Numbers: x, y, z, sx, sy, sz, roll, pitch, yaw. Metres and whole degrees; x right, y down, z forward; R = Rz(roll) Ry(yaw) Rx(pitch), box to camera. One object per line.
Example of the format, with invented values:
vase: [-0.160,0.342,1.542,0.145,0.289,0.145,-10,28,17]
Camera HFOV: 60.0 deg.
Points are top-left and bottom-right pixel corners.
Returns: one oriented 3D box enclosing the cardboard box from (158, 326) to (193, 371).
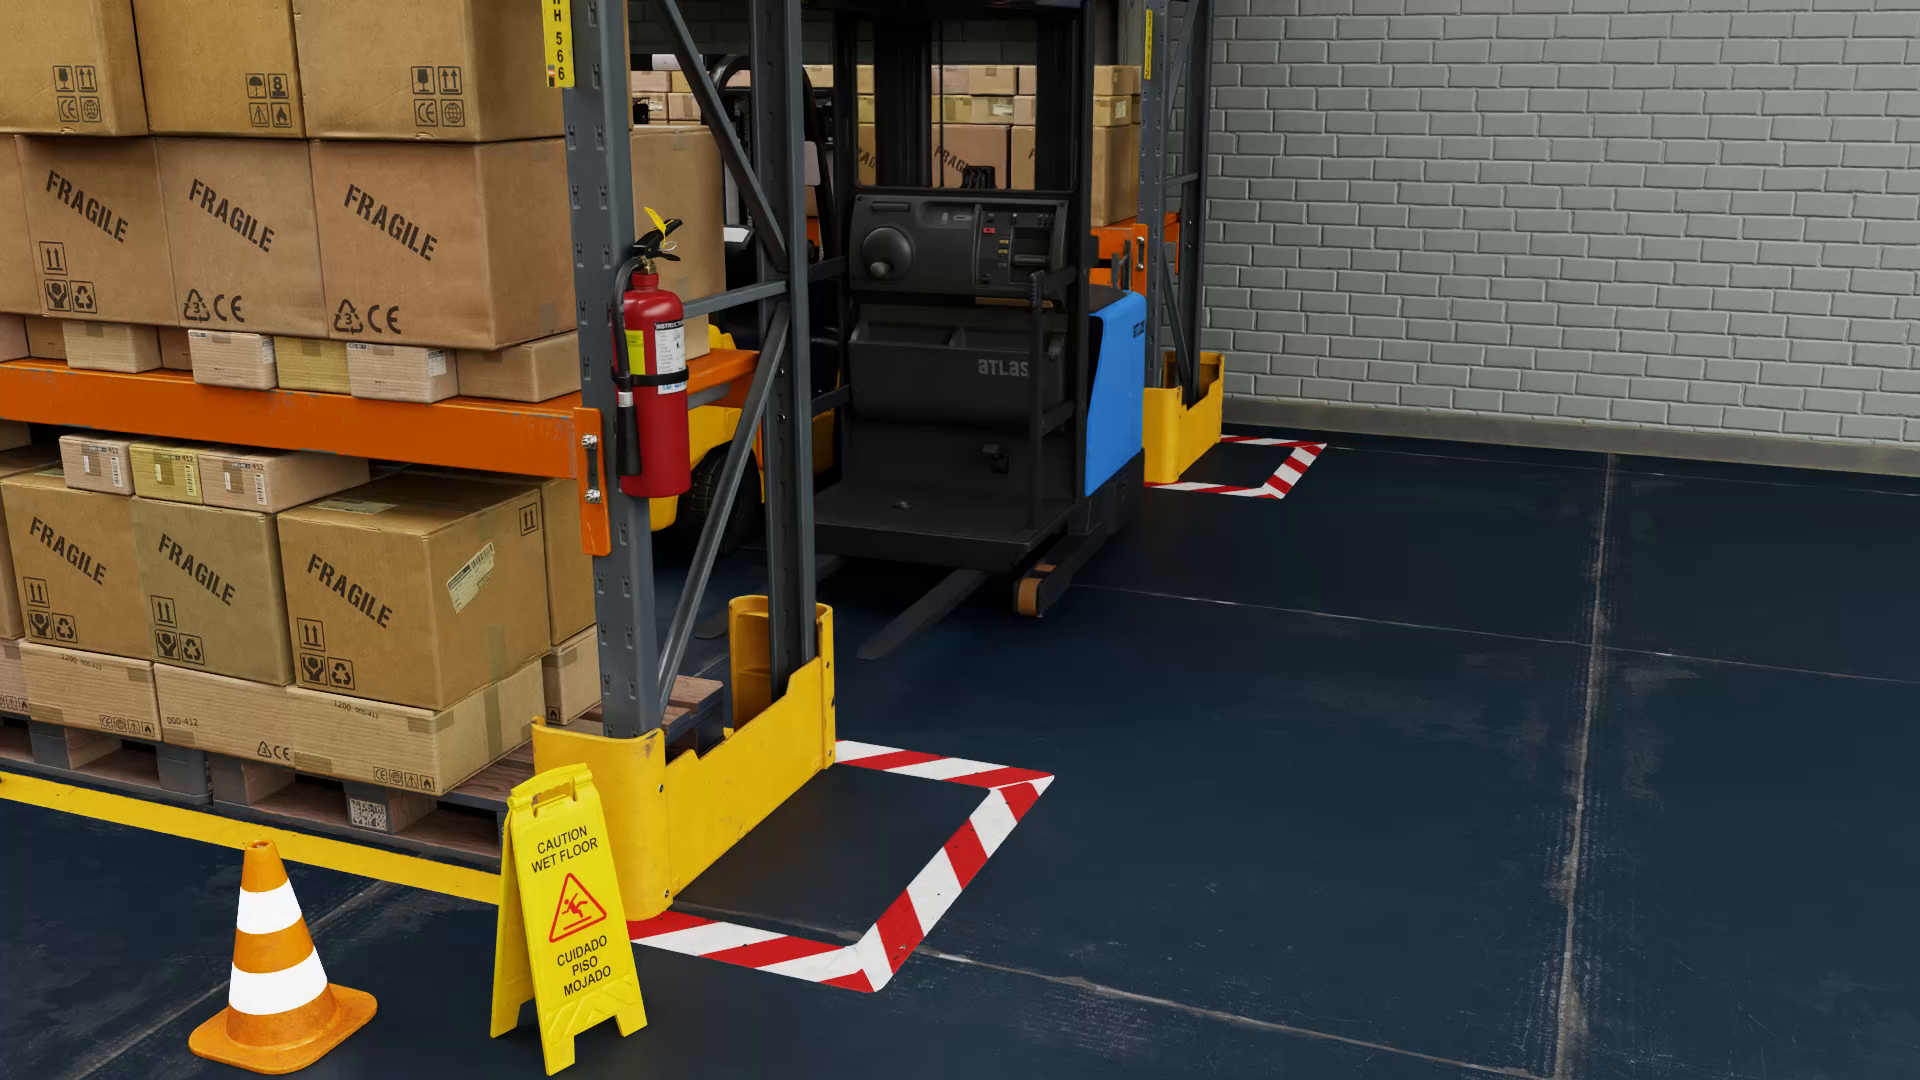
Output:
cardboard box: [-2.049,-0.586,4.762,0.250,0.149,0.380,7,17,21]

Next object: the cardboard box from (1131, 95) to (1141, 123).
cardboard box: [0.919,-2.363,9.089,0.250,0.149,0.380,6,17,19]

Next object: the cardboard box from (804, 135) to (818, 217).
cardboard box: [-0.843,-2.088,9.306,0.500,0.500,0.500,6,17,21]

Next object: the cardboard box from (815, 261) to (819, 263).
cardboard box: [-0.640,-1.519,9.912,0.500,0.250,0.500,6,17,20]

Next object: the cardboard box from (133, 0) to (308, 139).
cardboard box: [-1.702,-1.334,4.382,0.500,0.500,0.700,6,17,21]

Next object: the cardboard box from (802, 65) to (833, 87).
cardboard box: [-0.700,-2.541,9.170,0.250,0.149,0.380,7,17,21]

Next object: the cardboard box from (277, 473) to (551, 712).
cardboard box: [-1.519,0.131,4.676,0.500,0.500,0.500,6,17,21]

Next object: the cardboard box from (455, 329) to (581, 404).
cardboard box: [-1.105,-0.476,4.383,0.250,0.149,0.380,7,18,22]

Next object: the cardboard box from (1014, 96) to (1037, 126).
cardboard box: [0.465,-2.242,8.674,0.250,0.149,0.380,7,17,22]

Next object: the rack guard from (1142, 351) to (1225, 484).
rack guard: [1.162,-0.698,9.183,0.348,0.500,1.175,6,17,21]

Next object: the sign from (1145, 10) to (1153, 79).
sign: [0.927,-2.432,8.168,0.005,0.325,0.100,6,17,21]

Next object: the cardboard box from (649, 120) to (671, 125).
cardboard box: [-1.774,-2.196,9.680,0.500,0.500,0.500,7,17,22]

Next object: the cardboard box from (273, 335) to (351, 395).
cardboard box: [-1.612,-0.505,4.482,0.250,0.149,0.380,6,17,20]

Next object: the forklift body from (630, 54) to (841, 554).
forklift body: [-1.294,-1.214,7.999,1.214,2.155,2.313,6,17,21]

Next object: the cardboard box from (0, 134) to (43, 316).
cardboard box: [-2.677,-0.950,4.852,0.500,0.500,0.500,6,17,21]

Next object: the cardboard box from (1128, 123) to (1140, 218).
cardboard box: [0.780,-2.072,9.251,0.500,0.500,0.500,7,18,22]

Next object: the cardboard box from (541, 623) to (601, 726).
cardboard box: [-1.327,0.351,5.263,0.500,0.250,0.500,6,17,20]

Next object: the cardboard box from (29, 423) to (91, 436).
cardboard box: [-2.802,-0.170,5.711,0.500,0.500,0.500,7,18,24]

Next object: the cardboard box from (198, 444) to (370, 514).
cardboard box: [-1.886,-0.201,4.655,0.250,0.149,0.380,7,18,22]

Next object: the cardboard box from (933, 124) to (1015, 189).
cardboard box: [0.106,-1.987,8.959,0.500,0.500,0.500,7,18,22]

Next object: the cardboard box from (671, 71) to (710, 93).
cardboard box: [-1.424,-2.604,9.386,0.250,0.149,0.380,6,17,20]

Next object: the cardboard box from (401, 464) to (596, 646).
cardboard box: [-1.350,-0.011,5.166,0.500,0.500,0.500,6,17,19]

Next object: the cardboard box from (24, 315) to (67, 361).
cardboard box: [-2.520,-0.637,4.939,0.250,0.149,0.380,6,17,21]

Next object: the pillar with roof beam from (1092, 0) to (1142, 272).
pillar with roof beam: [-0.757,-3.971,5.211,0.400,9.000,9.100,6,17,21]

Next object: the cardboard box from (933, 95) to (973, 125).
cardboard box: [0.020,-2.313,8.917,0.250,0.149,0.380,6,17,20]

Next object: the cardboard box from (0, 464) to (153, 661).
cardboard box: [-2.473,0.025,5.041,0.500,0.500,0.500,6,17,19]

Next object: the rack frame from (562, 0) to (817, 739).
rack frame: [-0.679,-0.614,4.407,0.127,3.000,1.000,6,17,21]

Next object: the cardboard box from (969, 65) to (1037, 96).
cardboard box: [0.235,-2.423,8.762,0.250,0.149,0.380,7,17,22]

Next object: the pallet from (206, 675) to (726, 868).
pallet: [-1.492,0.626,5.140,1.213,0.211,1.003,6,17,21]

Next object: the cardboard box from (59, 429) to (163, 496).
cardboard box: [-2.363,-0.255,4.841,0.250,0.149,0.380,7,18,23]

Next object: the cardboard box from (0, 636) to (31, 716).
cardboard box: [-2.955,0.332,5.329,0.500,0.250,0.500,6,17,20]

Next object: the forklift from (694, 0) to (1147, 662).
forklift: [-0.083,-1.224,6.634,1.130,2.935,3.031,6,17,19]

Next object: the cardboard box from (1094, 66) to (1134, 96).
cardboard box: [0.729,-2.386,8.635,0.250,0.149,0.380,6,17,21]

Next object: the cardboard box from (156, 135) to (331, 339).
cardboard box: [-1.749,-0.841,4.477,0.500,0.500,0.500,6,17,21]

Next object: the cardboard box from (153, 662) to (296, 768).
cardboard box: [-2.008,0.437,4.966,0.500,0.250,0.500,6,17,21]

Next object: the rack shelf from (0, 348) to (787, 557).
rack shelf: [-2.539,-0.473,5.212,4.000,0.370,1.077,6,17,21]

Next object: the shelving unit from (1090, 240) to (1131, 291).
shelving unit: [0.302,-0.955,8.504,1.048,1.125,0.538,4,18,12]

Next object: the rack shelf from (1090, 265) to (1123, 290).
rack shelf: [0.304,-1.234,8.414,1.000,0.278,0.538,4,18,12]

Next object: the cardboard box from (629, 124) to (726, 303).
cardboard box: [-1.017,-0.925,4.766,0.500,0.500,0.500,6,17,20]

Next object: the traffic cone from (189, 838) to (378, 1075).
traffic cone: [-1.552,0.895,3.760,0.334,0.463,0.336,6,17,21]

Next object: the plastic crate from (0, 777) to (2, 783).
plastic crate: [-3.240,0.753,4.938,0.583,0.080,0.402,0,16,1]

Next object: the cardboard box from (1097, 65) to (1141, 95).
cardboard box: [0.905,-2.493,9.006,0.250,0.149,0.380,6,17,20]

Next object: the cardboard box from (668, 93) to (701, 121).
cardboard box: [-1.442,-2.452,9.397,0.250,0.149,0.380,6,17,20]
